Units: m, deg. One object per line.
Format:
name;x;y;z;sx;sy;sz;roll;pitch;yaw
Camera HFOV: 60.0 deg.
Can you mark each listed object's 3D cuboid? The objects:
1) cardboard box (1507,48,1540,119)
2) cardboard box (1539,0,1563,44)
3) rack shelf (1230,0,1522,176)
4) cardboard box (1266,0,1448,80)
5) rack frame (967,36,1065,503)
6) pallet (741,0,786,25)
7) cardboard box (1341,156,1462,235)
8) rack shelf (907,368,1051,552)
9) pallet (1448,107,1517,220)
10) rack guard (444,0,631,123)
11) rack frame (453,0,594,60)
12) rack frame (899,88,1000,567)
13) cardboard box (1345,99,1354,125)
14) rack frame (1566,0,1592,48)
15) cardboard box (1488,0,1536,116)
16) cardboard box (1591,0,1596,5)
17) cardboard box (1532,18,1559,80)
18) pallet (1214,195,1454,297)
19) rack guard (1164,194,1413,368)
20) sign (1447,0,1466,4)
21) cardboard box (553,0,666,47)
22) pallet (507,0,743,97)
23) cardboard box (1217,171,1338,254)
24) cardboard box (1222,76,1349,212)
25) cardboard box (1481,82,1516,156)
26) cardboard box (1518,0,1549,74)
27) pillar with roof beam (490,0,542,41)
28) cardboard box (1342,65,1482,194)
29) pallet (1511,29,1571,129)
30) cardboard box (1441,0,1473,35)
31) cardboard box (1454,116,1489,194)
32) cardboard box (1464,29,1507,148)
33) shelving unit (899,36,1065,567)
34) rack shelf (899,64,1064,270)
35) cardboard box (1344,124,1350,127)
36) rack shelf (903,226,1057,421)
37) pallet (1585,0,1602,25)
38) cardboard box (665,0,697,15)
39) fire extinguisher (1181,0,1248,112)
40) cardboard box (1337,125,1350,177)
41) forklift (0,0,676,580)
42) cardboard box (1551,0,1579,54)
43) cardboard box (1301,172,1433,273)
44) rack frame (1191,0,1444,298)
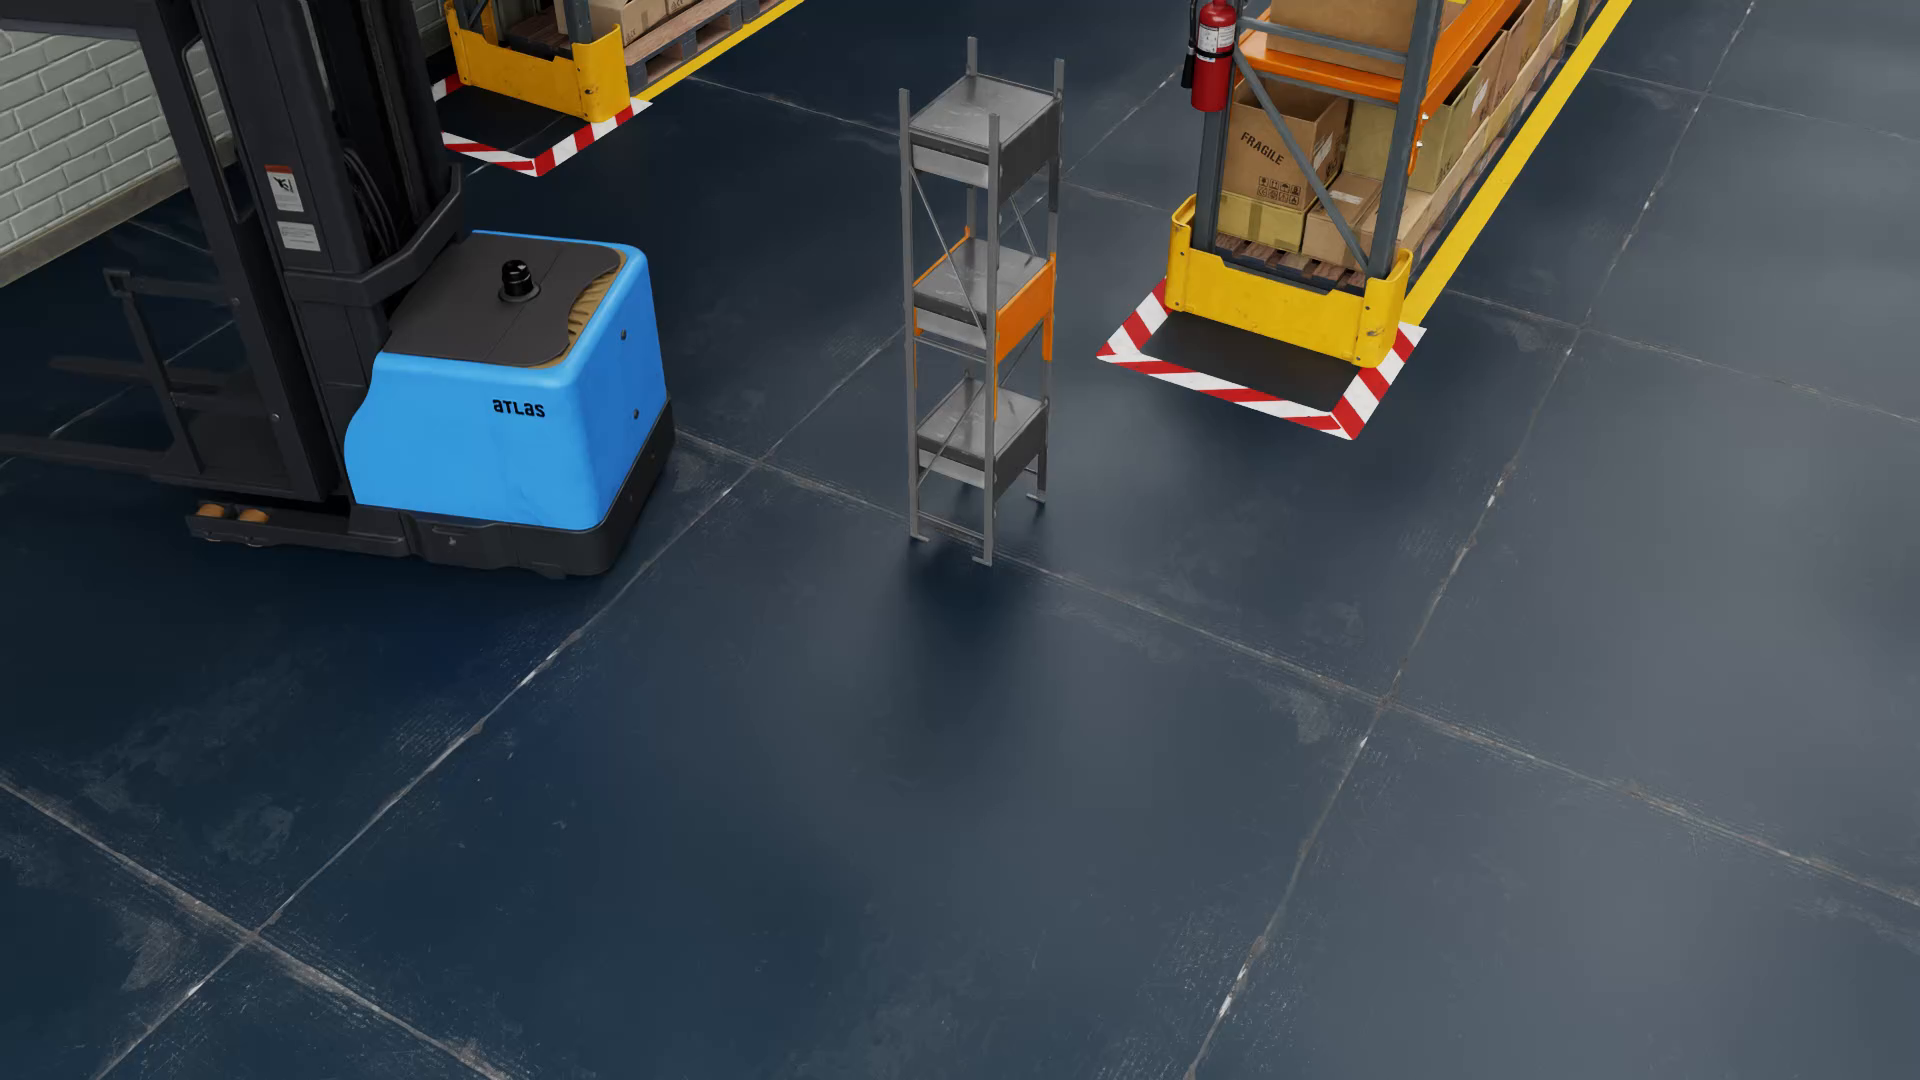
cardboard box;3.103;-2.767;9.885;0.500;0.250;0.500;21;45;22
cardboard box;3.339;-3.340;9.968;0.500;0.500;0.500;21;45;22
rack shelf;2.642;-3.138;9.088;1.077;0.370;4.000;21;45;22
cardboard box;1.885;-2.564;7.817;0.700;0.500;0.500;21;45;22
rack frame;0.205;-1.022;6.822;0.400;2.100;0.015;21;45;22
pallet;-1.563;-4.046;11.684;1.003;0.211;1.213;21;45;22
cardboard box;2.349;-1.910;8.912;0.500;0.250;0.500;21;45;22
rack shelf;0.083;-0.347;7.135;0.431;0.518;0.480;21;45;22
pallet;2.599;-2.364;9.775;1.003;0.211;1.213;21;45;22
rack guard;-2.612;-3.005;10.285;1.175;0.500;0.348;21;45;22
rack frame;-2.650;-3.900;9.409;1.000;3.000;0.127;21;45;22
rack frame;-0.039;-0.743;6.505;0.400;2.100;0.015;21;45;22
cardboard box;2.139;-2.653;9.189;0.500;0.500;0.500;21;45;22
rack frame;3.642;-4.553;10.150;1.000;3.000;0.127;21;45;22
cardboard box;2.855;-2.762;9.312;0.500;0.500;0.500;21;45;22
cardboard box;4.059;-3.827;11.089;0.500;0.250;0.500;20;45;21
cardboard box;3.341;-3.058;10.216;0.500;0.250;0.500;21;45;22
pallet;1.987;-1.669;8.985;1.003;0.211;1.213;21;45;22
rack guard;1.629;-1.312;8.362;1.175;0.500;0.348;21;45;22
sign;2.118;-2.432;7.027;0.100;0.325;0.005;21;45;22
cardboard box;-2.226;-3.422;10.568;0.500;0.311;0.500;16;44;17
pallet;-2.175;-3.350;10.895;1.003;0.211;1.213;21;45;22
cardboard box;1.653;-1.794;8.781;0.500;0.250;0.500;21;45;22
cardboard box;1.651;-2.076;8.534;0.500;0.500;0.500;21;45;22
cardboard box;2.854;-2.481;9.560;0.500;0.250;0.500;21;45;22
cardboard box;3.092;-3.053;9.642;0.500;0.500;0.500;21;45;22
pillar with roof beam;0.679;-5.414;6.589;9.100;9.000;0.400;21;45;22
cardboard box;2.350;-2.191;8.664;0.500;0.500;0.500;21;45;22
pallet;3.208;-3.065;10.571;1.003;0.211;1.213;21;45;22
cardboard box;2.144;-2.866;8.160;0.700;0.500;0.500;22;46;23
cardboard box;2.599;-2.196;9.237;0.500;0.250;0.500;21;45;22
cardboard box;2.589;-2.481;8.994;0.500;0.500;0.500;21;45;22
shelving unit;0.083;-0.883;6.664;0.431;2.100;0.503;21;45;22
rack shelf;0.083;-1.398;6.210;0.431;0.518;0.480;21;45;22
cardboard box;2.142;-2.371;9.435;0.500;0.250;0.500;21;45;22
rack shelf;0.083;-0.872;6.673;0.431;0.518;0.480;21;45;22
pallet;3.977;-3.941;11.565;1.003;0.211;1.213;21;45;22
cardboard box;-1.941;-3.748;10.939;0.500;0.311;0.500;25;47;25
fire extinguisher;1.179;-2.321;7.674;0.296;0.674;0.183;21;45;22
cardboard box;1.893;-2.084;9.110;0.500;0.250;0.500;21;45;22
forklift;-2.877;-1.405;6.628;3.031;2.935;1.130;7;42;8
cardboard box;3.600;-3.341;10.537;0.500;0.250;0.500;21;45;22
cardboard box;2.102;-1.623;8.586;0.500;0.250;0.500;21;45;22
rack frame;1.641;-2.264;7.551;1.000;3.000;0.127;21;45;22
